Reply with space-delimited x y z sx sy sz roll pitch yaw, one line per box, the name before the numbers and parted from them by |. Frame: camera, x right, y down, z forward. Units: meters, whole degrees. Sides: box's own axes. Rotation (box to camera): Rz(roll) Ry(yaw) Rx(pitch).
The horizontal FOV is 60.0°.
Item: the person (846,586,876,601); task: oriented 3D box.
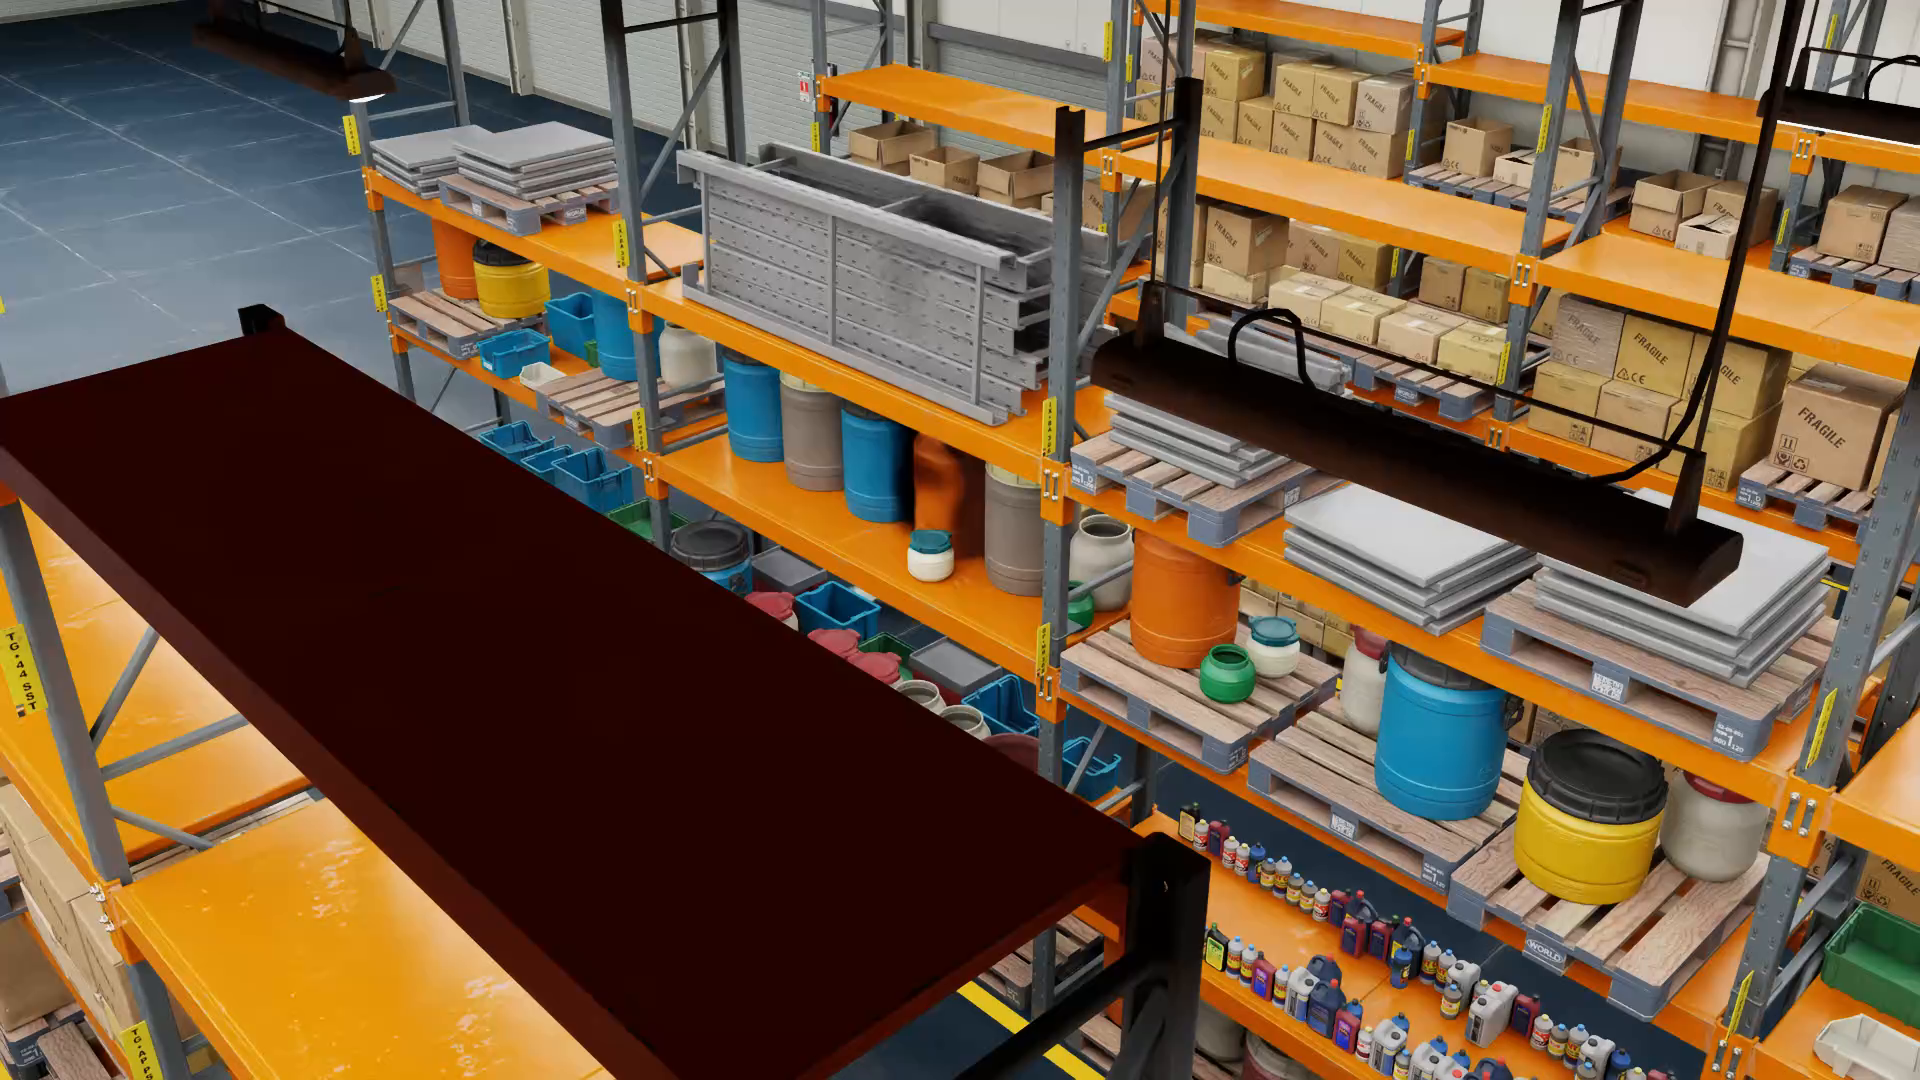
person | -0.738 -0.186 15.389 0.862 1.735 0.711 10 30 18
